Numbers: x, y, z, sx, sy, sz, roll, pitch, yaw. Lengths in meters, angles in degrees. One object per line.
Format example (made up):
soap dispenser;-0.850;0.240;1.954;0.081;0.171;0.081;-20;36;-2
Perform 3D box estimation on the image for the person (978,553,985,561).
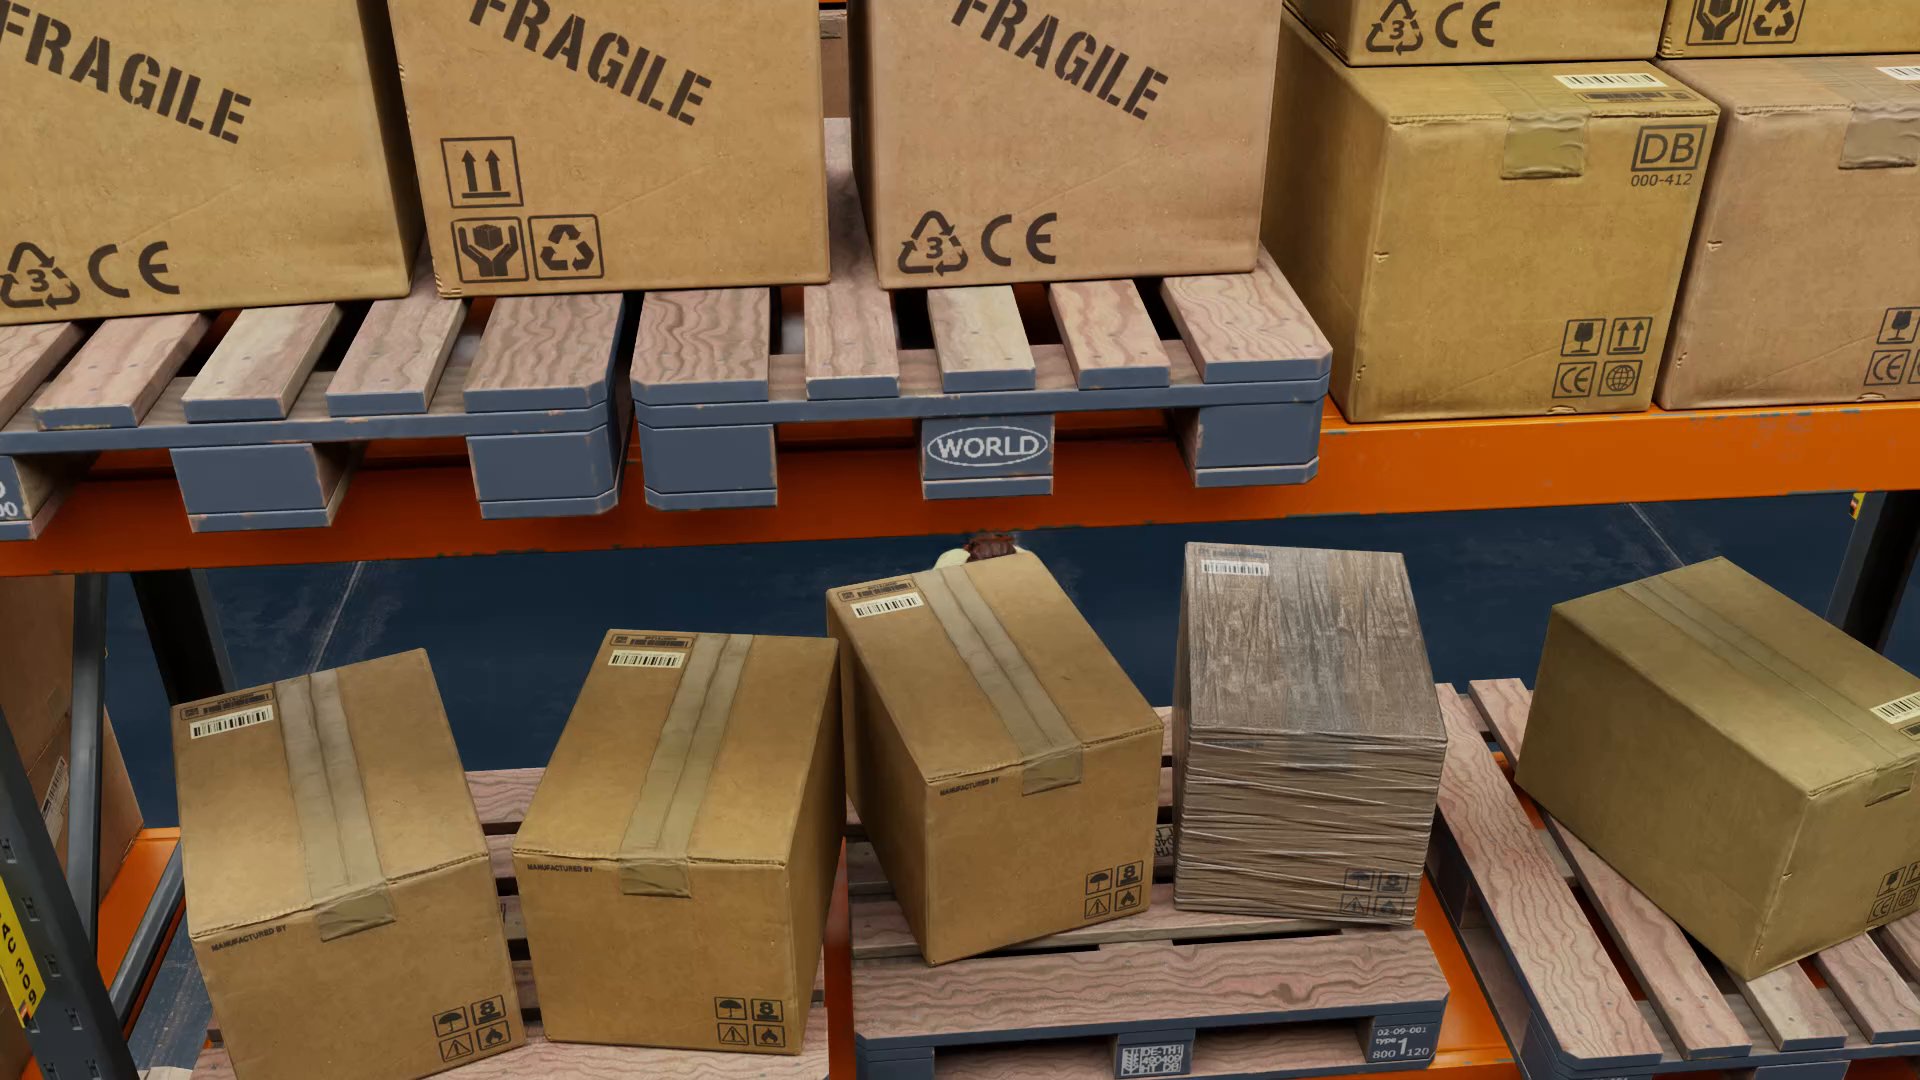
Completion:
person;0.087;0.476;5.817;0.507;1.194;0.725;-3;31;-5
